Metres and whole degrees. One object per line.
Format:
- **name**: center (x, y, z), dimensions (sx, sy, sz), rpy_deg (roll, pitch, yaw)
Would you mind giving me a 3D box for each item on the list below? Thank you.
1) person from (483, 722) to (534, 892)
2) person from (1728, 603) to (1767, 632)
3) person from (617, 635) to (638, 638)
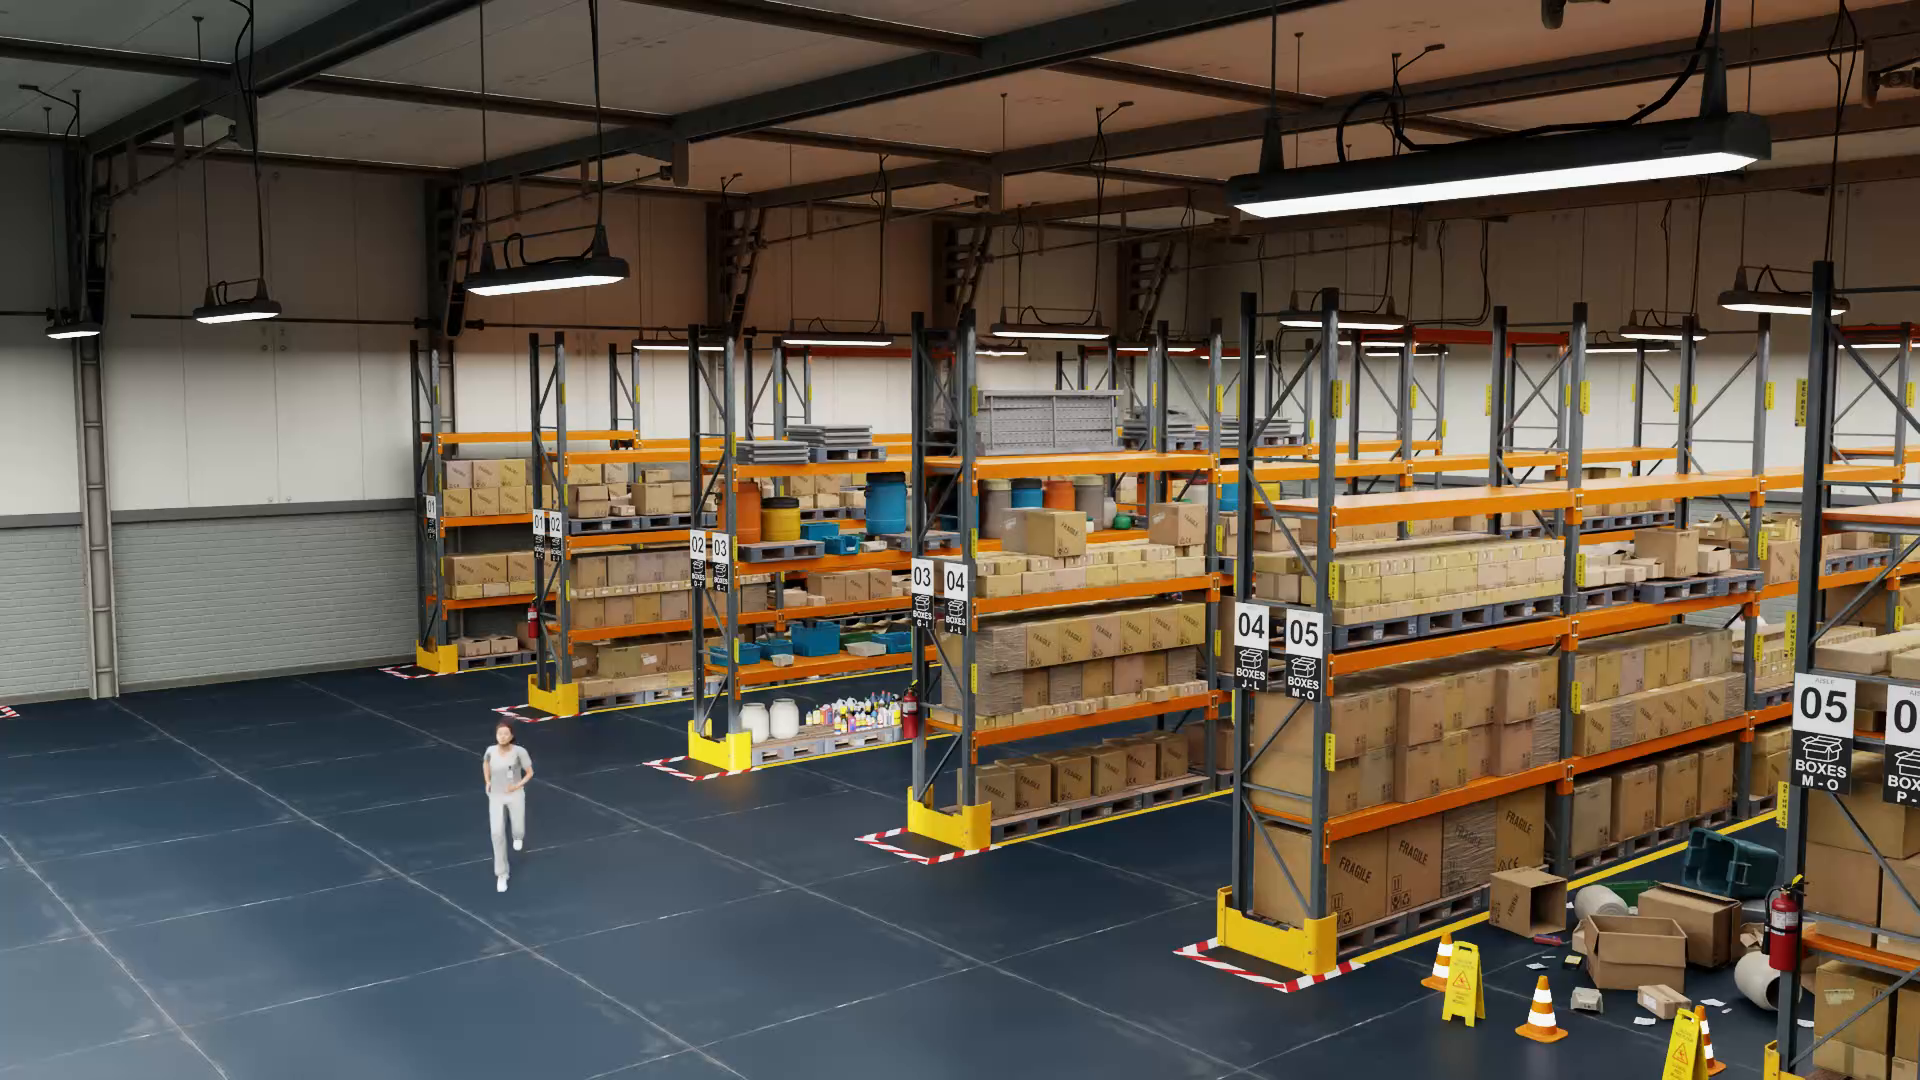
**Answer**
- **person**: center (-4.753, 2.736, 17.513), dimensions (0.537, 1.677, 1.114), rpy_deg (-1, 5, -10)
- **person**: center (12.772, 1.805, 27.038), dimensions (0.577, 1.733, 0.715), rpy_deg (-5, 7, -43)
- **person**: center (-5.773, 1.667, 29.068), dimensions (0.838, 1.698, 0.599), rpy_deg (-4, 7, -38)
